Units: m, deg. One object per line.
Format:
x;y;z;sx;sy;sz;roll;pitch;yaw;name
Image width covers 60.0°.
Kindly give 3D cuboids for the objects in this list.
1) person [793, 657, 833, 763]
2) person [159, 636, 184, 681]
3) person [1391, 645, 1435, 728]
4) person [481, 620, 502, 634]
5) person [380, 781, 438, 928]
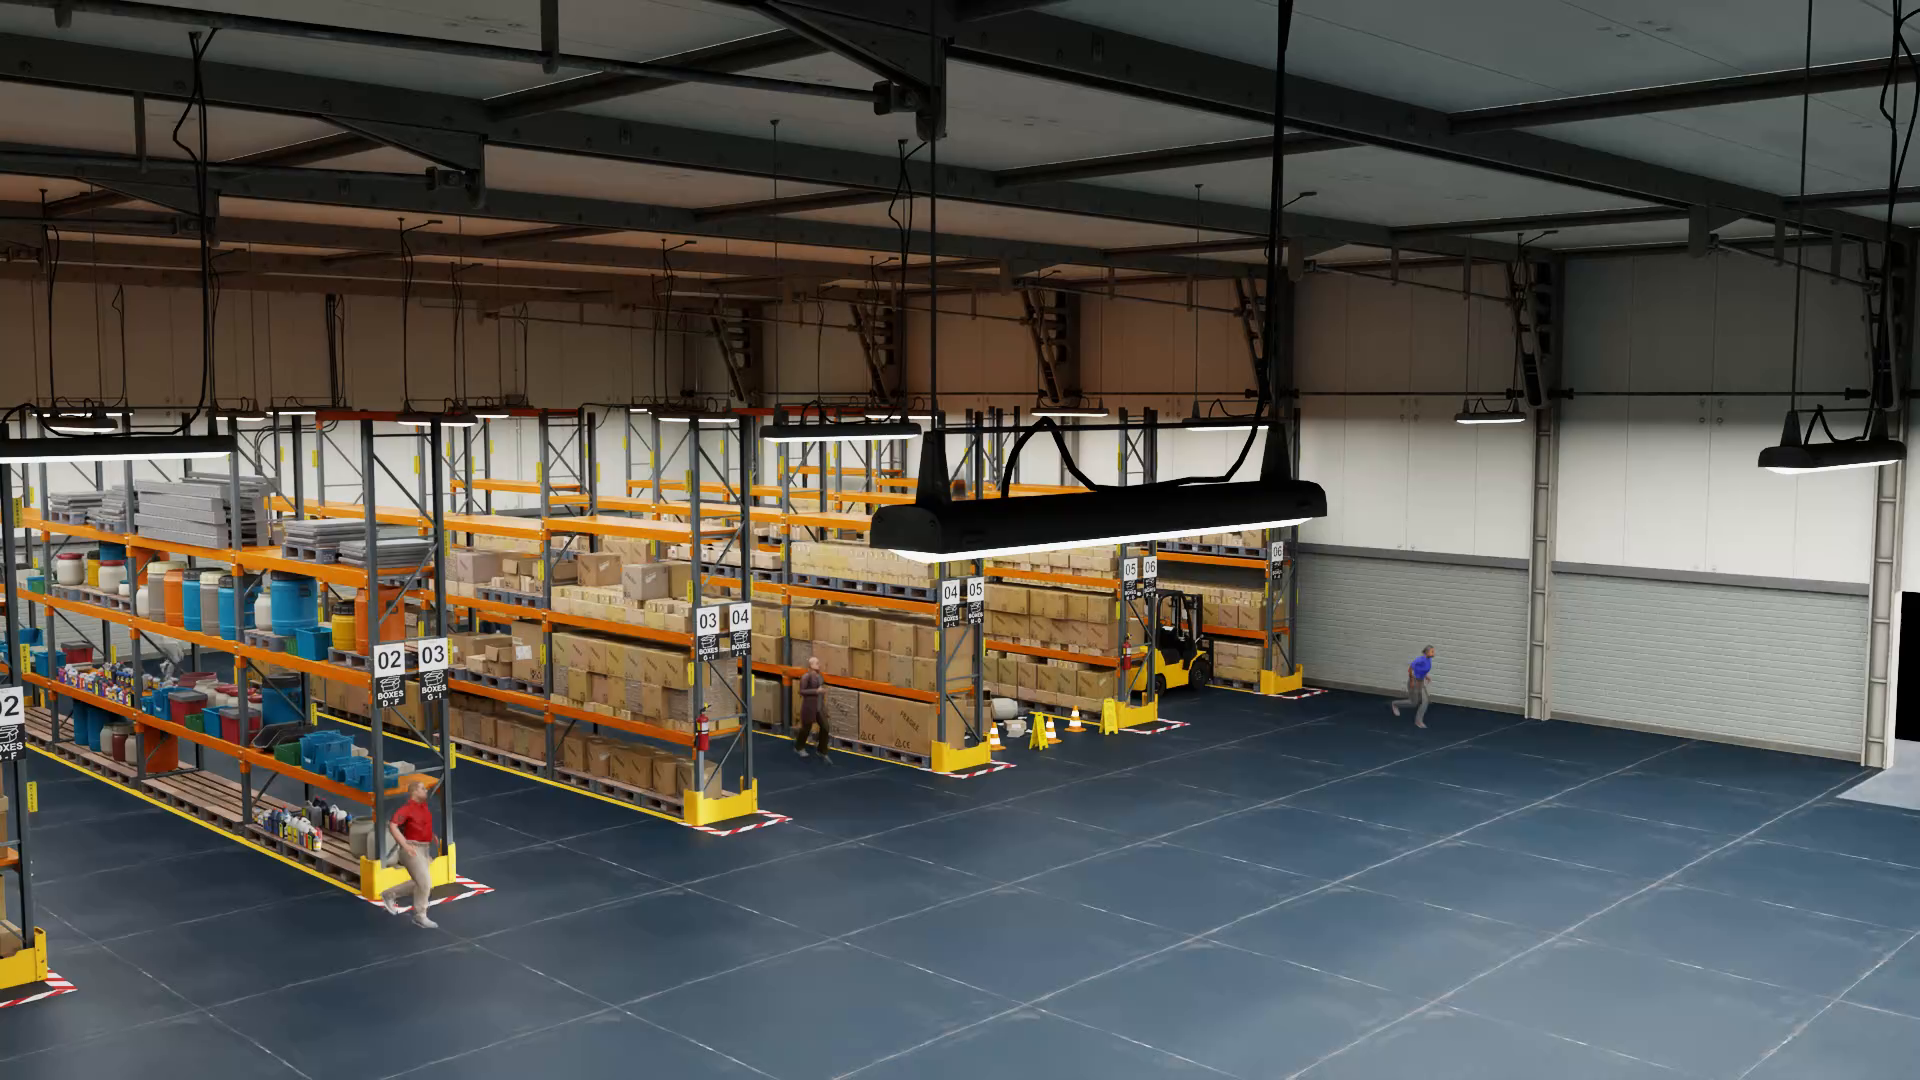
-2.567;2.974;28.563;0.861;1.766;0.668;4;6;37;person
-17.346;2.277;36.571;0.548;1.658;0.612;-2;5;-21;person
8.637;2.772;31.672;0.838;1.594;0.574;4;6;37;person
-12.056;1.759;42.740;0.557;1.626;0.803;2;5;20;person
-6.567;3.749;19.937;0.784;1.703;0.713;1;5;8;person
